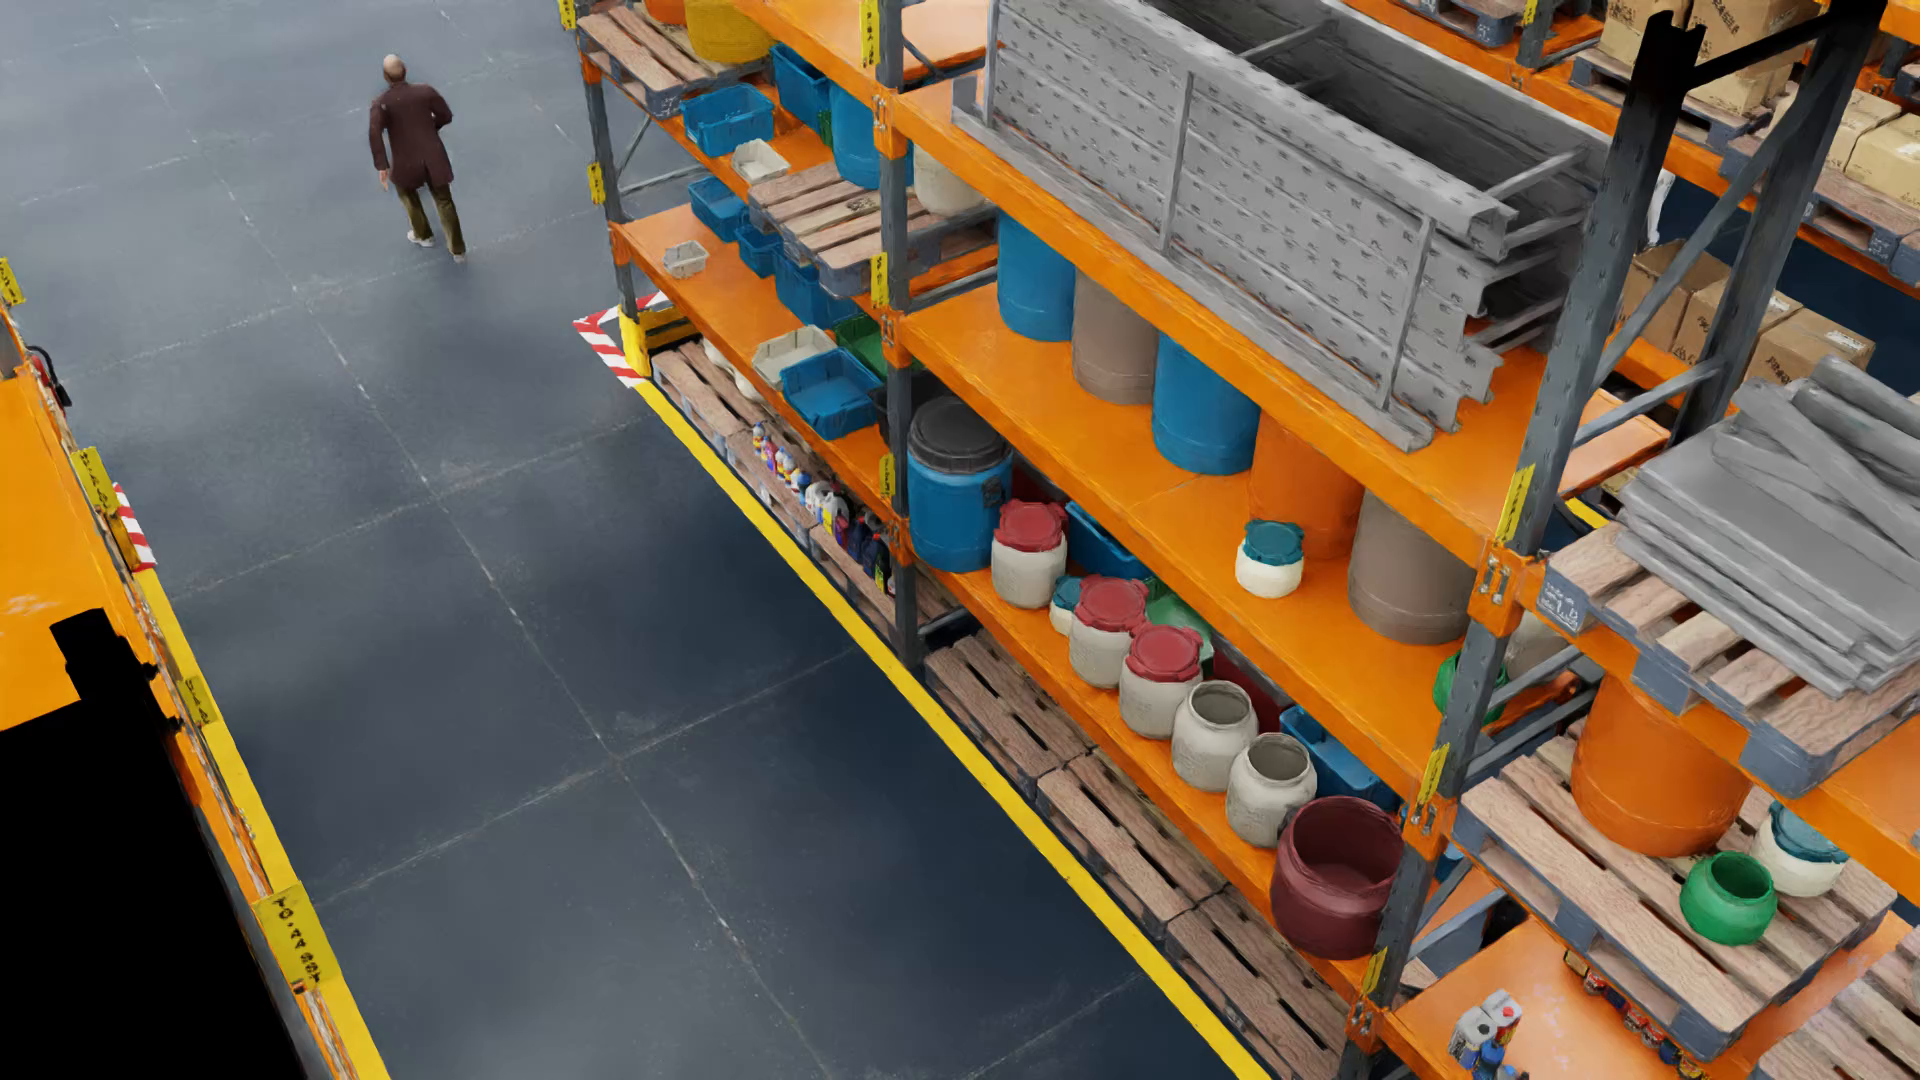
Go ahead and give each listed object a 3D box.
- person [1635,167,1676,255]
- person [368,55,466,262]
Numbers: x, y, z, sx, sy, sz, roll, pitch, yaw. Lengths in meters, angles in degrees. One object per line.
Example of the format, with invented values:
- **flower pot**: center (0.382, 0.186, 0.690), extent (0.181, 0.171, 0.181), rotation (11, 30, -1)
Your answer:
- **person**: center (5.494, -2.621, 13.357), extent (0.544, 1.665, 0.567), rotation (-5, 43, -6)
- **person**: center (-4.572, -3.220, 13.980), extent (0.748, 1.741, 0.741), rotation (-21, 47, -21)
